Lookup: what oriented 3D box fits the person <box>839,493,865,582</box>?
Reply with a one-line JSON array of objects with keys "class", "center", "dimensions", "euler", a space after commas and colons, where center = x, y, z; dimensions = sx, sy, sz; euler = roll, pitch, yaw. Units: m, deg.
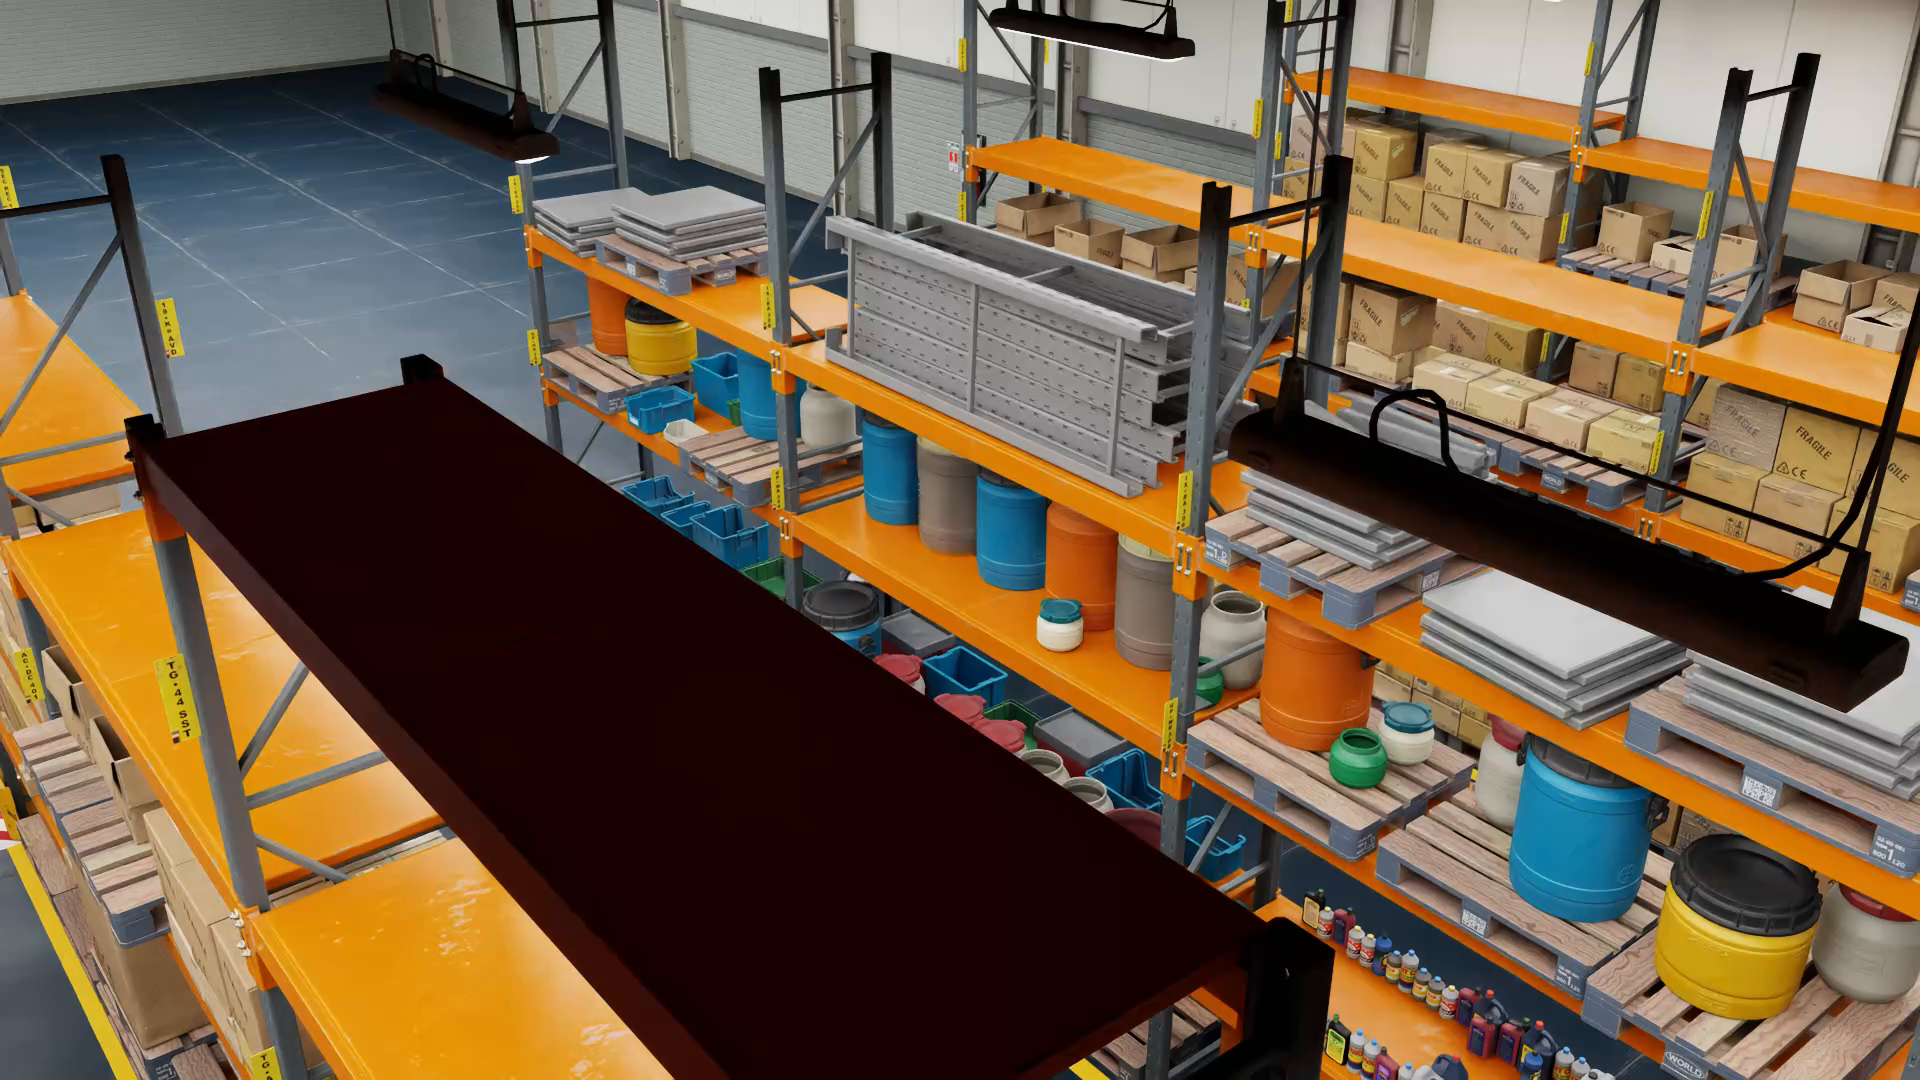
[{"class": "person", "center": [-0.839, -0.257, 16.763], "dimensions": [0.950, 1.714, 0.593], "euler": [5, 26, 10]}]
